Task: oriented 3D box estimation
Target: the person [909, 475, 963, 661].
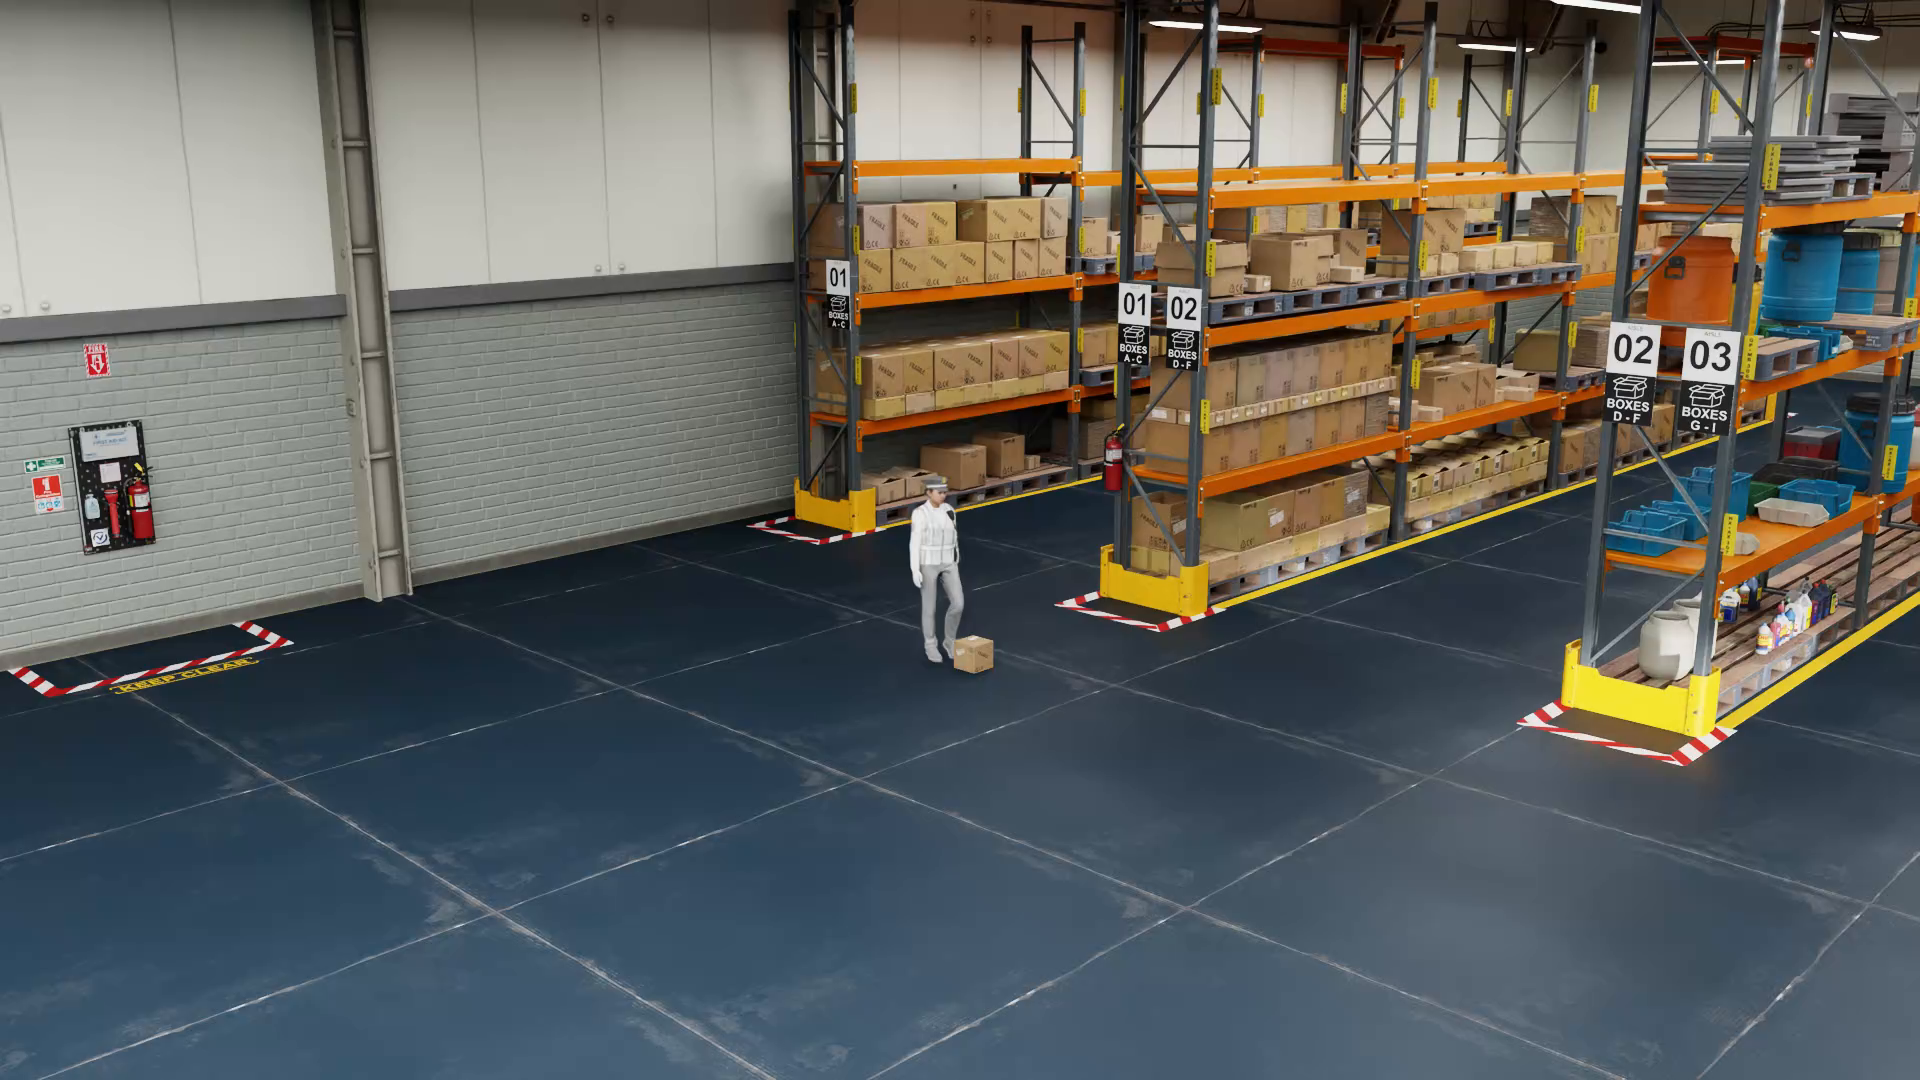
[{"bbox_3d":[-0.213,0.263,14.935,0.520,1.710,0.381,-7,16,-27],"label":"person"}]
